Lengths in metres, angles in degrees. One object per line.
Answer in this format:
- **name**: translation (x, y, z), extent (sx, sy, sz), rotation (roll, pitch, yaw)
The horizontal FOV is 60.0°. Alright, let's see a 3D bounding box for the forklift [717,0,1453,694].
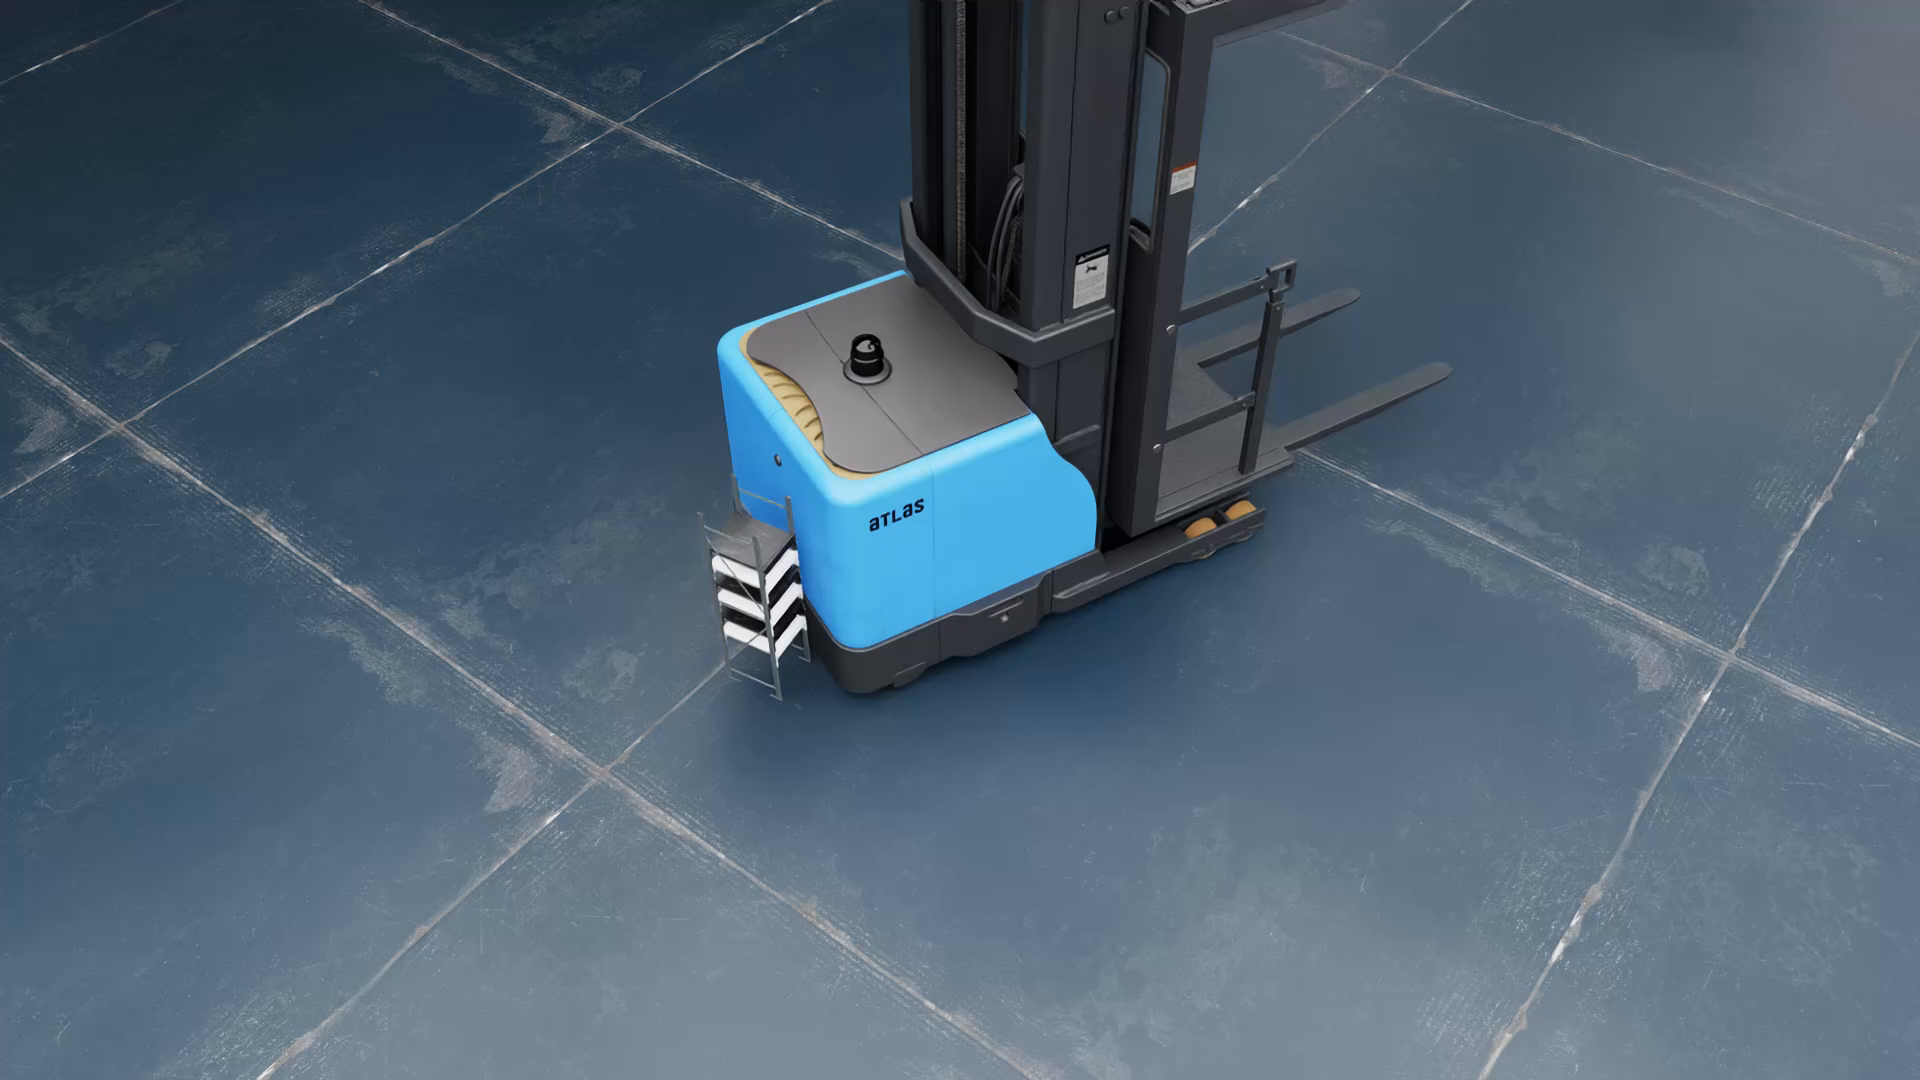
- **forklift**: translation (0.644, -1.247, 5.914), extent (3.031, 2.935, 1.130), rotation (-23, 50, -20)

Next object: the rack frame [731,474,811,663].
- **rack frame**: translation (-0.676, 0.119, 6.007), extent (0.240, 0.900, 0.006), rotation (21, 51, 19)

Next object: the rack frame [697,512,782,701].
- **rack frame**: translation (-0.773, 0.252, 5.887), extent (0.240, 0.900, 0.006), rotation (21, 51, 19)

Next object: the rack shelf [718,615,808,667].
- **rack shelf**: translation (-0.722, 0.329, 6.105), extent (0.258, 0.077, 0.200), rotation (21, 51, 19)

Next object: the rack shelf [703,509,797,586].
- **rack shelf**: translation (-0.727, 0.026, 5.773), extent (0.258, 0.077, 0.200), rotation (21, 51, 19)

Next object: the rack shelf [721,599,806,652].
- **rack shelf**: translation (-0.723, 0.269, 6.038), extent (0.258, 0.077, 0.200), rotation (21, 51, 19)

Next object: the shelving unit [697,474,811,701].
- **shelving unit**: translation (-0.725, 0.185, 5.947), extent (0.258, 0.900, 0.210), rotation (21, 51, 19)

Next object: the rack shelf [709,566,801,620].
- **rack shelf**: translation (-0.725, 0.147, 5.905), extent (0.258, 0.077, 0.200), rotation (21, 51, 19)

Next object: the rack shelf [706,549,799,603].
- **rack shelf**: translation (-0.726, 0.086, 5.839), extent (0.258, 0.077, 0.200), rotation (21, 51, 19)

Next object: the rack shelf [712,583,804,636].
- **rack shelf**: translation (-0.724, 0.208, 5.972), extent (0.258, 0.077, 0.200), rotation (21, 51, 19)
